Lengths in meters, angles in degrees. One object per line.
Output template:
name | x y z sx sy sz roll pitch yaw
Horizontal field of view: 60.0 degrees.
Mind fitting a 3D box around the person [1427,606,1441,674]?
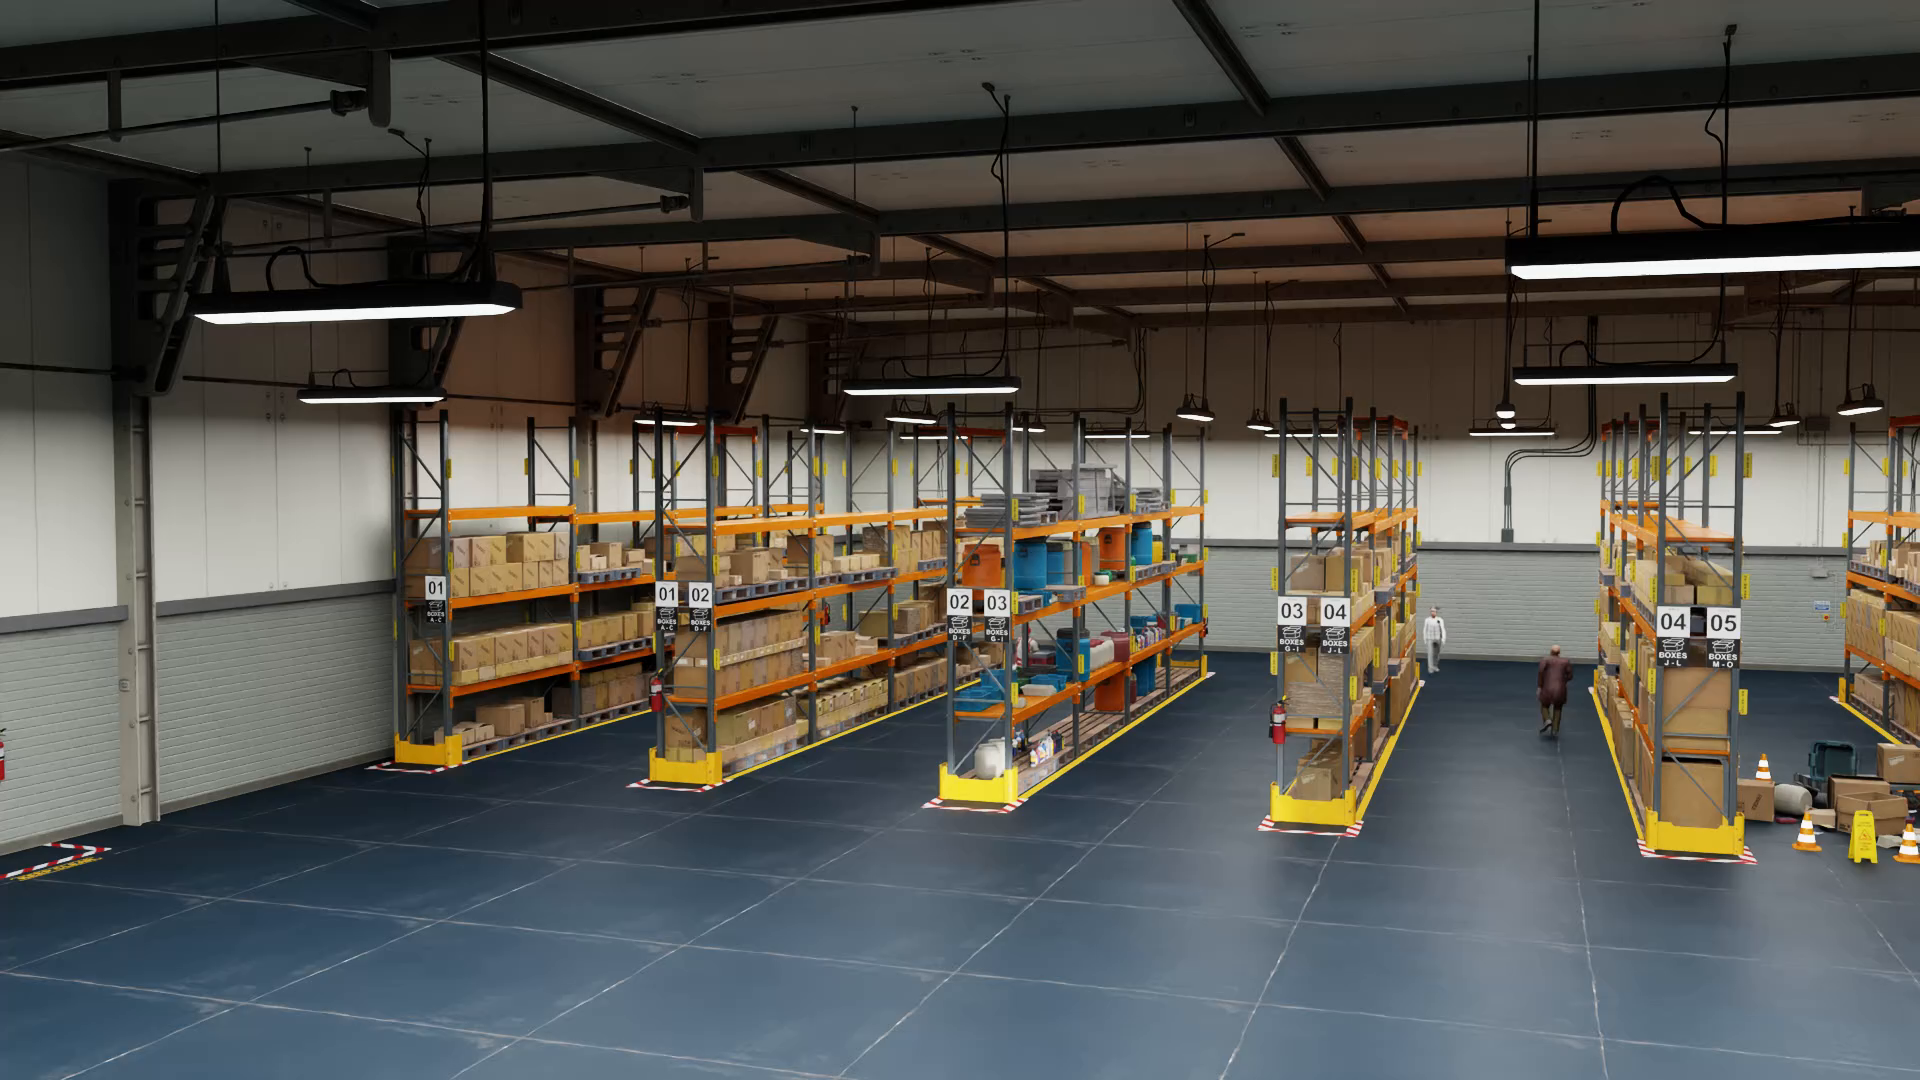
person | 11.554 2.424 40.500 0.338 1.633 0.989 1 3 13

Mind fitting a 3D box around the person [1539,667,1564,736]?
person | 11.182 2.945 31.258 0.578 1.444 0.659 1 3 20

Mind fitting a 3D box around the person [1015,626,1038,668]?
person | 1.407 2.631 34.435 0.586 1.777 0.587 2 3 39
